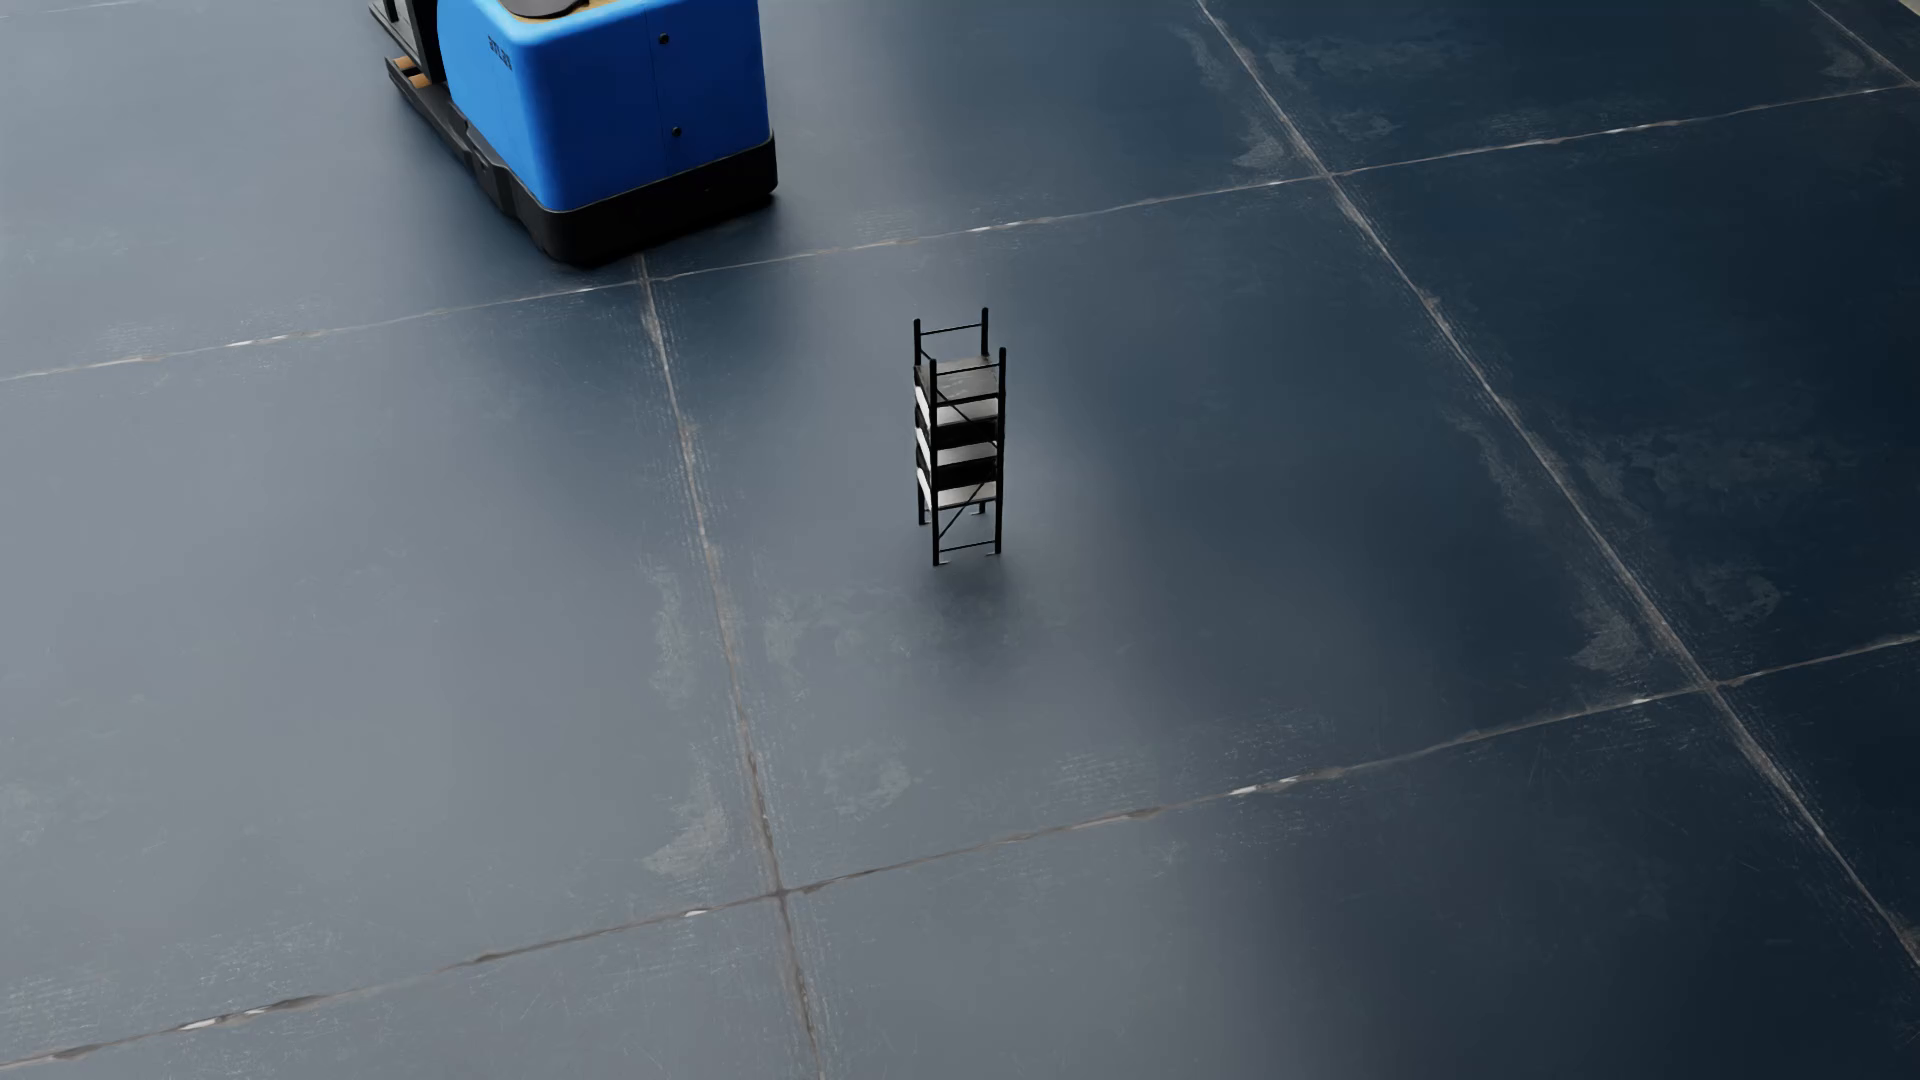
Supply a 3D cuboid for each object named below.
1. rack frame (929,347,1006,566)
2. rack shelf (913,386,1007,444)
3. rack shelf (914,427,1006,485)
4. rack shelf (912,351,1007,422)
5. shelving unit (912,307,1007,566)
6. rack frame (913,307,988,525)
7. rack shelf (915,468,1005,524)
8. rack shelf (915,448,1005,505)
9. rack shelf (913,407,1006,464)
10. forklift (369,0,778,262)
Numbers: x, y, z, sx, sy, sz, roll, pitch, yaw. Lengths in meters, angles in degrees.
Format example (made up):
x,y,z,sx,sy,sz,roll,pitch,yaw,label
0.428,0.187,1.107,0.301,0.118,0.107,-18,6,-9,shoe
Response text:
x,y,z,sx,sy,sz,roll,pitch,yaw,label
0.024,-0.250,5.365,0.240,0.900,0.006,-11,47,-10,rack frame
-0.002,-0.423,5.329,0.258,0.077,0.200,-11,47,-10,rack shelf
-0.002,-0.297,5.458,0.258,0.077,0.200,-11,47,-10,rack shelf
-0.002,-0.486,5.265,0.258,0.077,0.200,-11,47,-10,rack shelf
-0.002,-0.321,5.434,0.258,0.900,0.210,-11,47,-10,shelving unit
-0.028,-0.391,5.503,0.240,0.900,0.006,-11,47,-10,rack frame
-0.002,-0.171,5.586,0.258,0.077,0.200,-11,47,-10,rack shelf
-0.002,-0.234,5.522,0.258,0.077,0.200,-11,47,-10,rack shelf
-0.002,-0.360,5.394,0.258,0.077,0.200,-11,47,-10,rack shelf
-2.020,-3.181,6.815,1.130,2.935,3.031,-26,51,-23,forklift
